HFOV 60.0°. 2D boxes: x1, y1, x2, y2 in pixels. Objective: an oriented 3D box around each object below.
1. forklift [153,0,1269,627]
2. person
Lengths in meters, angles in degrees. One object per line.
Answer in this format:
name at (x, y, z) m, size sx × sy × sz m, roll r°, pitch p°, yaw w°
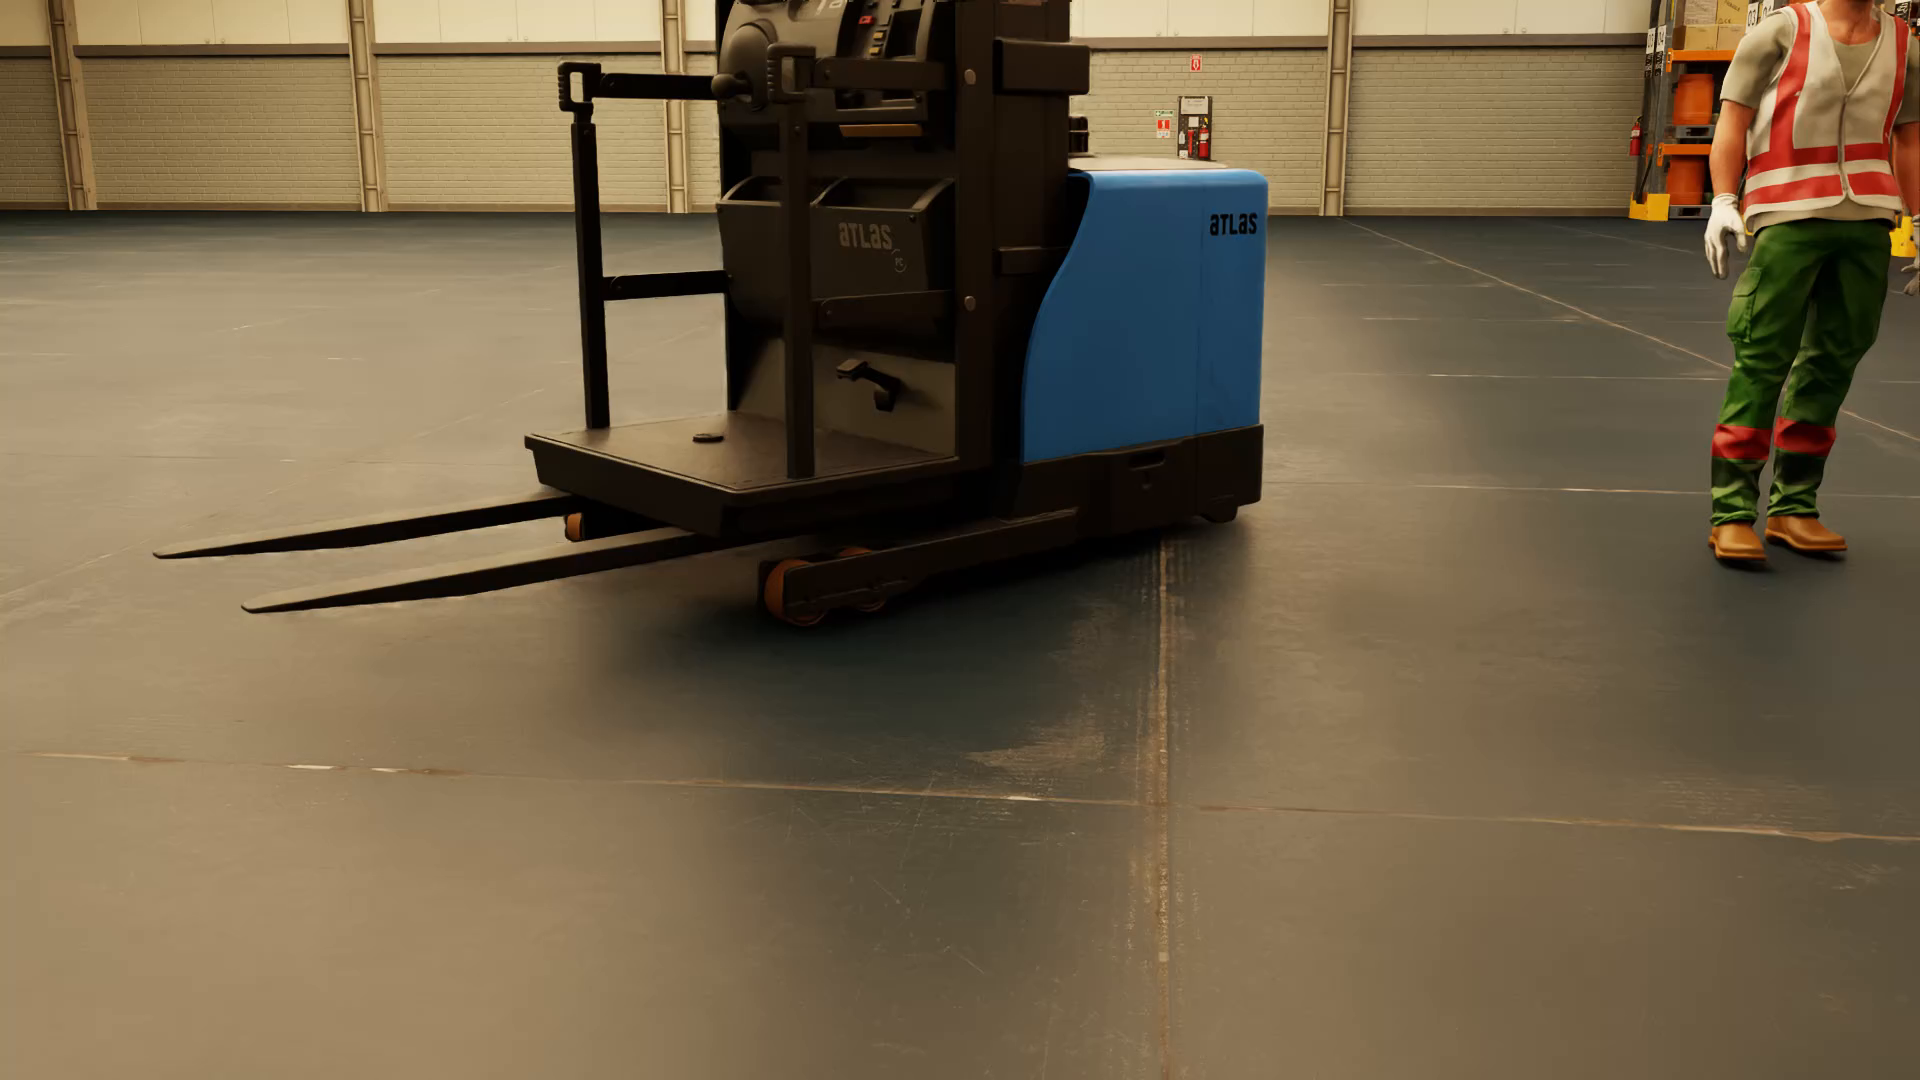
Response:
forklift at (-0.506, -1.350, 4.284) m, size 3.031 × 2.935 × 1.130 m, roll -11°, pitch 17°, yaw -40°
person at (2.421, -0.849, 4.623) m, size 0.643 × 1.789 × 0.565 m, roll 0°, pitch 13°, yaw 1°
